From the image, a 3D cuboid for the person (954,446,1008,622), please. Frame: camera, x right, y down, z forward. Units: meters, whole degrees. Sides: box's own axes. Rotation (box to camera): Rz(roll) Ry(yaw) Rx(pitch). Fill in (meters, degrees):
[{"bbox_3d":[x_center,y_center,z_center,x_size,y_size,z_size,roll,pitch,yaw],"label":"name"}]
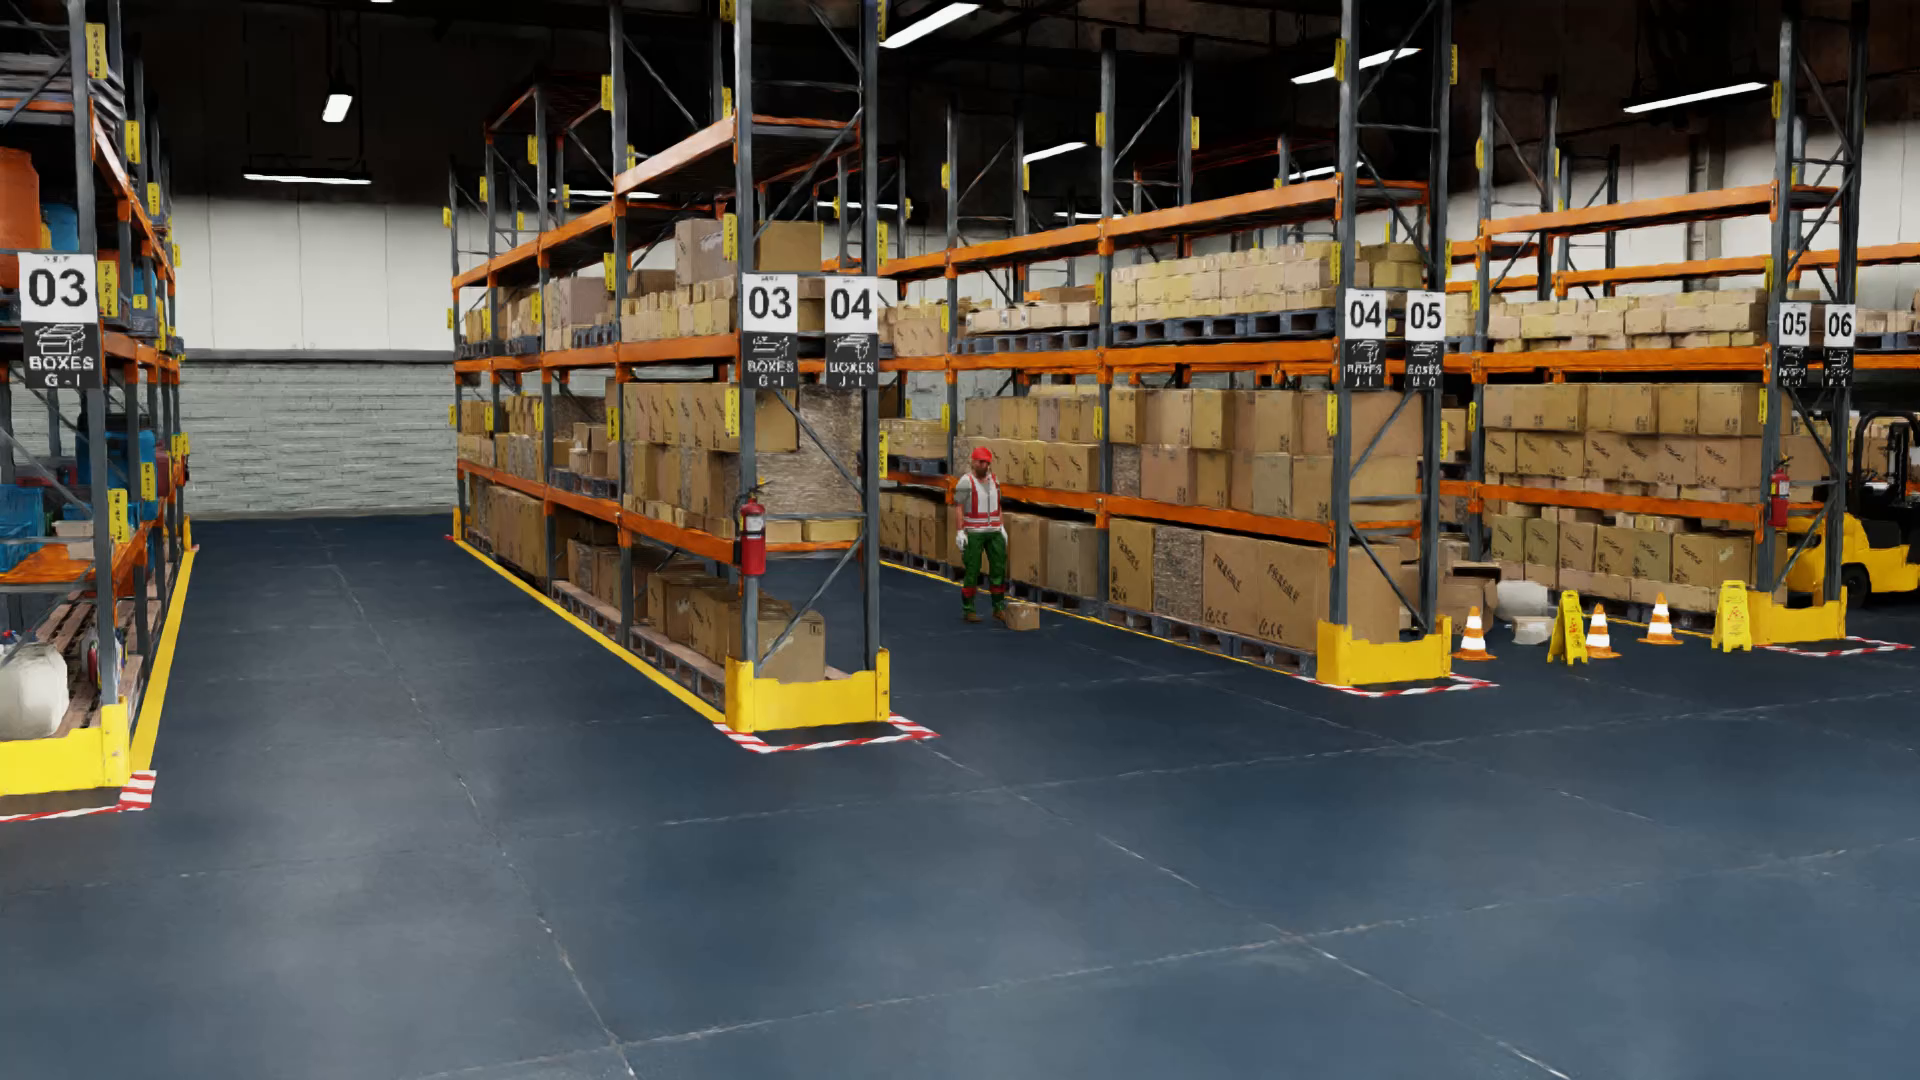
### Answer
[{"bbox_3d":[0.245,-0.065,17.017,0.591,1.796,0.405,-3,6,-30],"label":"person"}]
